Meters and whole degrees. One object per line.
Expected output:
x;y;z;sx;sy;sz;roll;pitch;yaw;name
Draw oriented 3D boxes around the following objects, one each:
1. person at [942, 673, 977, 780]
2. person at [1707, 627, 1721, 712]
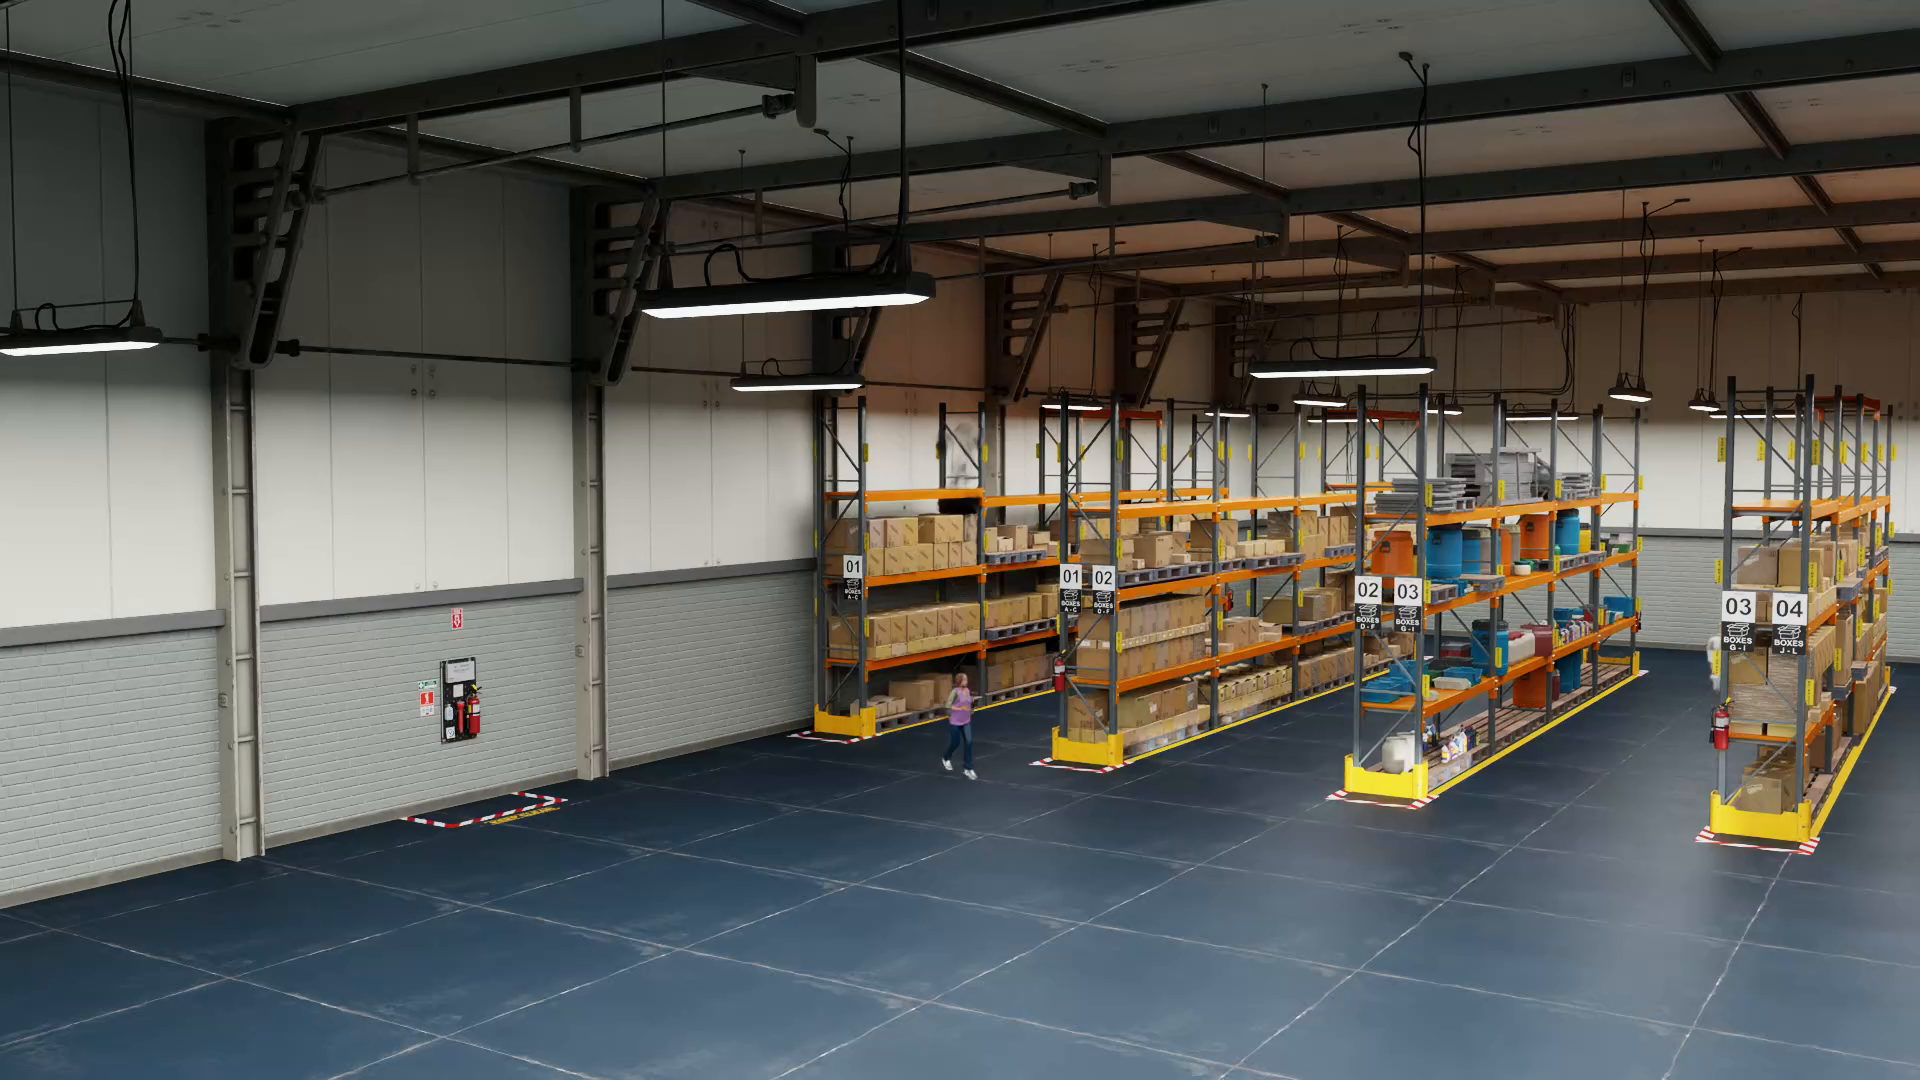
-0.036;2.851;25.682;0.522;1.619;0.816;-2;4;-37;person
14.543;2.481;31.658;0.684;1.715;0.695;2;4;35;person
